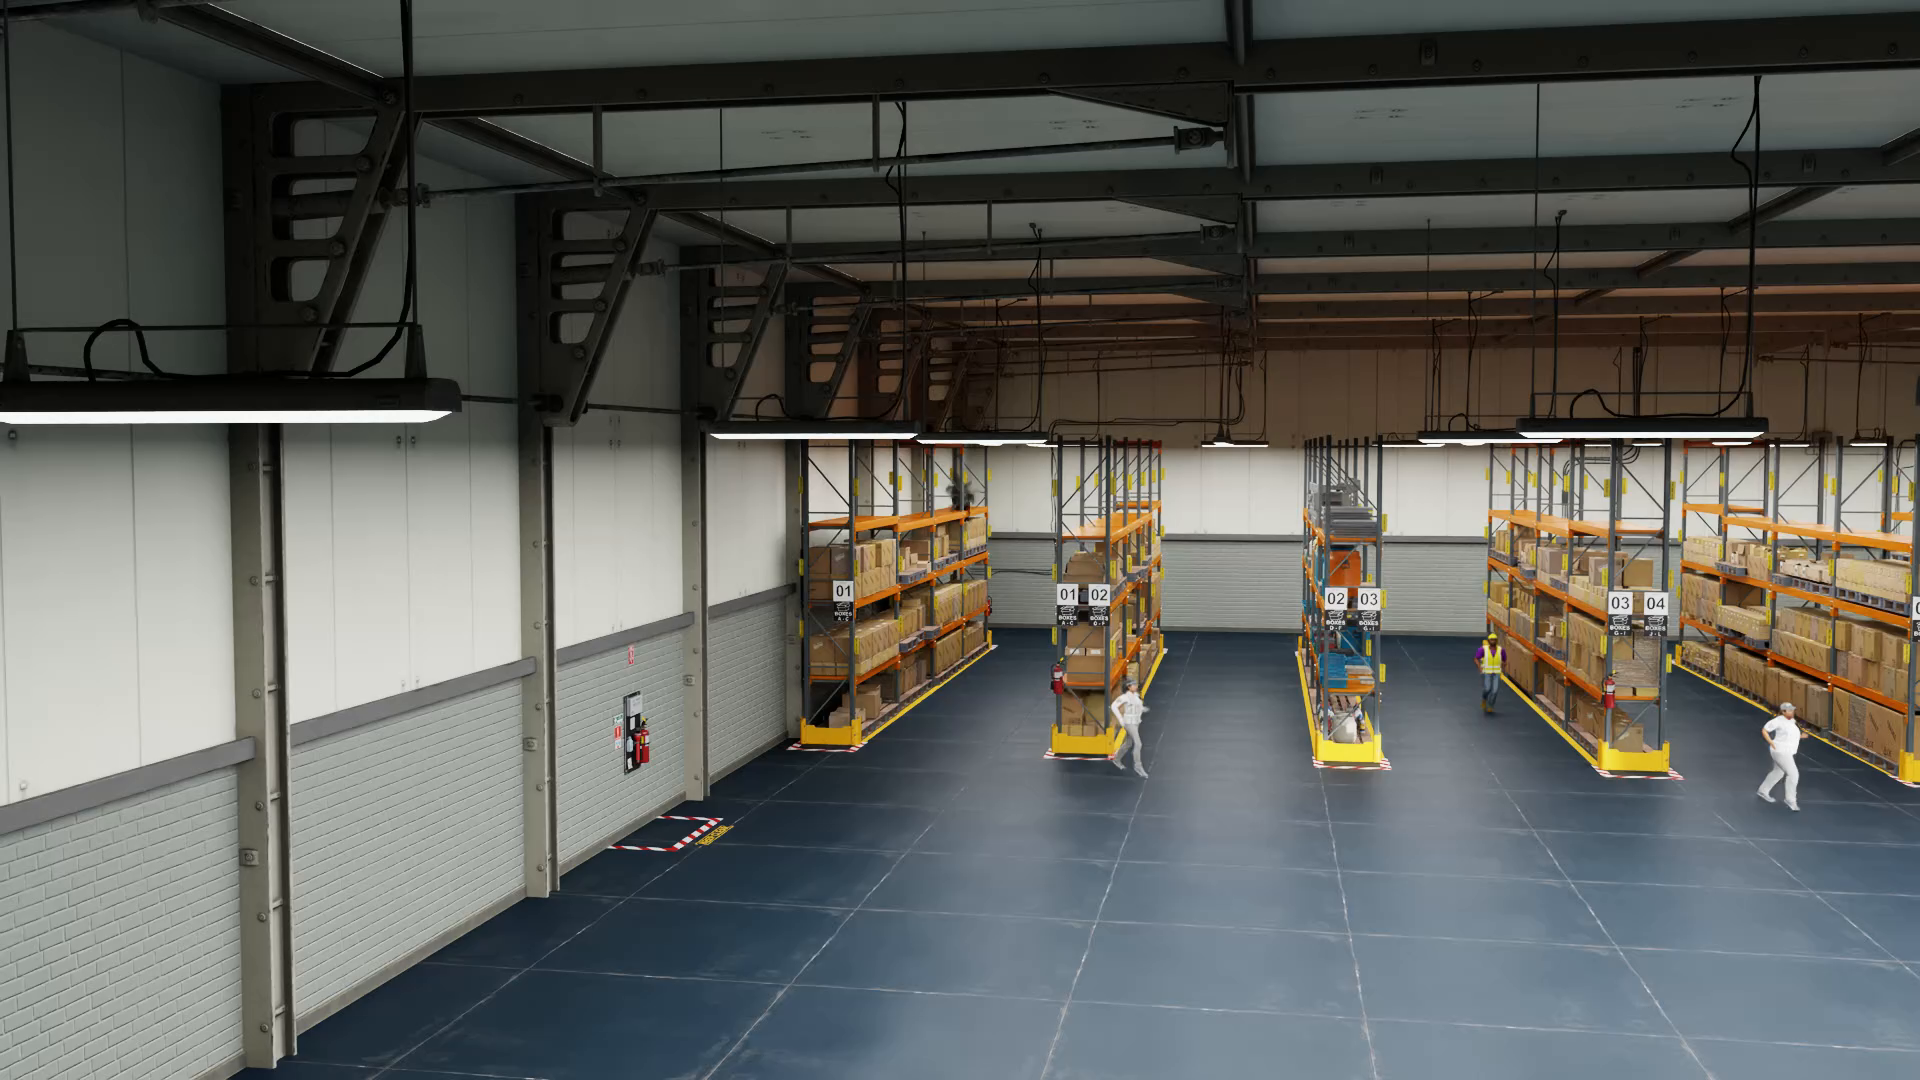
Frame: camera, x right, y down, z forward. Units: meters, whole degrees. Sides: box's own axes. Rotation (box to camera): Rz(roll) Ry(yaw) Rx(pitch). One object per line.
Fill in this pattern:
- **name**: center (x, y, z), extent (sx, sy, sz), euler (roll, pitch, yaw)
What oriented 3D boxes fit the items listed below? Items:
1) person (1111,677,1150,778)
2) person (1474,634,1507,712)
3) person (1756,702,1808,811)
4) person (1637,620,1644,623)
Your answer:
- **person**: center (3.015, 3.279, 29.330), extent (0.792, 1.740, 0.587), euler (2, 4, 36)
- **person**: center (11.576, 2.897, 36.204), extent (0.676, 1.720, 0.571), euler (0, 3, 6)
- **person**: center (13.221, 3.461, 26.727), extent (0.576, 1.735, 0.747), euler (-3, 4, -42)
- **person**: center (17.849, 2.518, 44.130), extent (0.655, 1.632, 0.506), euler (2, 4, 28)
